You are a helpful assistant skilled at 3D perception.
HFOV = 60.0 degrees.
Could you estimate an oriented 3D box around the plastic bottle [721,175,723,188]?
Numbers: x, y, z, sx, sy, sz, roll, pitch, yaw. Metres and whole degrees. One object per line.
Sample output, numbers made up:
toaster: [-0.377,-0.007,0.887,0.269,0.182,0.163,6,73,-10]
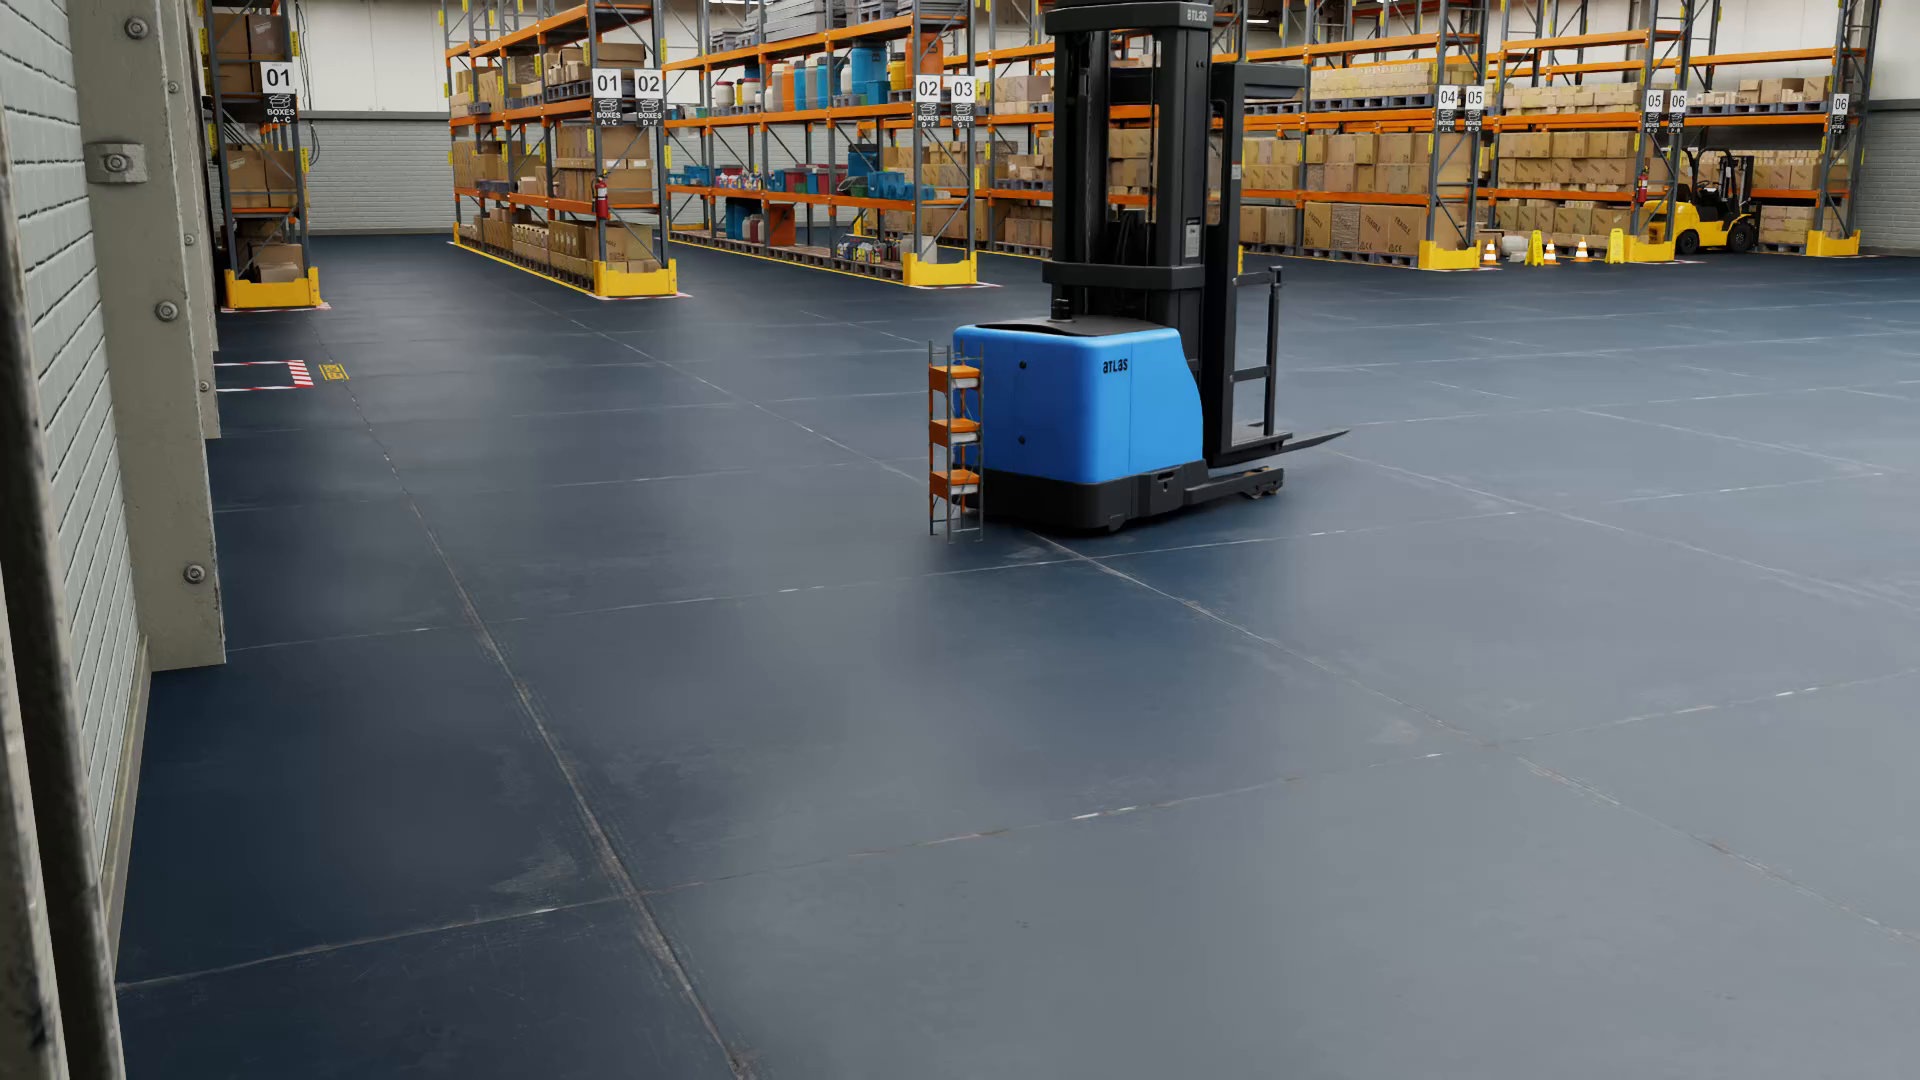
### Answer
plastic bottle: [-5.142,-7.769,36.072,0.097,0.271,0.097,0,13,0]

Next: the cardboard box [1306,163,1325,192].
cardboard box: [7.433,-7.236,33.149,0.875,0.550,0.550,-6,14,-23]

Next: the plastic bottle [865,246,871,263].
plastic bottle: [-1.515,-4.847,28.227,0.152,0.276,0.135,-6,14,-25]

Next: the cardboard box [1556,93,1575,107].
cardboard box: [12.303,-8.809,33.299,0.500,0.250,0.500,-5,14,-22]

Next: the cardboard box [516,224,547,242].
cardboard box: [-7.832,-5.639,30.505,0.500,0.311,0.500,-6,14,-24]

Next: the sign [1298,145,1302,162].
sign: [6.781,-7.712,33.148,0.100,0.325,0.005,-6,14,-23]

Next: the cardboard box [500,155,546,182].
cardboard box: [-8.347,-7.116,31.812,0.700,0.500,0.500,-12,18,-42]

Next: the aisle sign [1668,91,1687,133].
aisle sign: [13.681,-8.161,31.714,0.394,0.787,0.004,-6,14,-23]

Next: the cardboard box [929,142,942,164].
cardboard box: [-0.252,-8.870,38.095,0.797,0.503,0.637,-6,14,-24]

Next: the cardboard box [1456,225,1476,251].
cardboard box: [9.966,-6.056,33.619,0.797,0.637,0.503,-6,14,-23]

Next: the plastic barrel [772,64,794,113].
plastic barrel: [-3.321,-8.706,32.070,0.600,0.901,0.600,0,13,0]

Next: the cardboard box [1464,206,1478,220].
cardboard box: [13.517,-8.462,43.390,0.500,0.500,0.500,-6,14,-25]

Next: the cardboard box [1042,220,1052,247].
cardboard box: [2.065,-6.152,33.366,0.700,0.500,0.500,-7,15,-28]

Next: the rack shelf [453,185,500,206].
rack shelf: [-10.395,-7.632,36.790,1.077,0.370,4.000,-6,14,-23]

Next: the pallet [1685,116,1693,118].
pallet: [15.951,-9.704,37.918,0.805,0.209,1.217,-6,14,-25]

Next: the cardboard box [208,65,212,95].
cardboard box: [-10.138,-6.432,23.091,0.500,0.500,0.500,-6,14,-25]

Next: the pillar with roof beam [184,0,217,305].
pillar with roof beam: [-6.452,-8.020,23.566,9.100,9.000,0.400,-6,14,-23]

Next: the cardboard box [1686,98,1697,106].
cardboard box: [16.218,-9.627,36.565,0.380,0.149,0.250,-5,14,-22]

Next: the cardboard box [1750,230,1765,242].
cardboard box: [17.058,-6.470,35.339,0.500,0.250,0.500,-5,14,-22]

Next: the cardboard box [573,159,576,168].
cardboard box: [-5.835,-5.889,26.001,0.380,0.149,0.250,-6,14,-23]

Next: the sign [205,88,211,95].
sign: [-14.639,-8.823,32.364,0.100,0.325,0.005,-6,14,-23]

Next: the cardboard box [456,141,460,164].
cardboard box: [-11.043,-8.709,37.408,0.500,0.500,0.500,-5,14,-22]

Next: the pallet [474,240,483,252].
pallet: [-9.868,-6.353,35.851,1.003,0.211,1.213,-6,14,-23]

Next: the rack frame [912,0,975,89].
rack frame: [-0.246,-8.460,25.465,1.000,3.000,0.127,-6,14,-23]

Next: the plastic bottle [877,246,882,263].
plastic bottle: [-1.362,-4.832,28.144,0.061,0.283,0.133,-6,14,-23]

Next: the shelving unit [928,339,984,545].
shelving unit: [-0.021,-0.523,8.799,0.215,1.050,0.252,-6,14,-23]

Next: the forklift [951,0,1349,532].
forklift: [1.313,-1.739,9.885,1.130,2.935,3.031,12,17,41]

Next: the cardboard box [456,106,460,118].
cardboard box: [-10.833,-9.448,36.718,0.500,0.250,0.500,-6,14,-23]

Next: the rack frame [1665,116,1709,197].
rack frame: [16.316,-8.155,37.453,1.000,3.000,0.127,-6,14,-23]

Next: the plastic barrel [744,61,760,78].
plastic barrel: [-4.230,-9.588,34.947,0.600,0.901,0.708,-6,14,-23]

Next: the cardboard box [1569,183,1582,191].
cardboard box: [12.450,-7.073,33.335,0.380,0.149,0.250,-6,14,-24]

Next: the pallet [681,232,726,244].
pallet: [-5.876,-7.059,38.900,1.003,0.211,1.213,-6,14,-23]

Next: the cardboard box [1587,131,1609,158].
cardboard box: [12.771,-7.751,32.610,0.700,0.500,0.500,-5,14,-22]

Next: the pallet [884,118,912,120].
pallet: [-1.318,-10.303,40.280,1.003,0.211,1.213,-6,14,-23]

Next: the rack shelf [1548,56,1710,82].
rack shelf: [15.515,-10.946,38.688,1.077,0.370,4.000,-6,14,-23]

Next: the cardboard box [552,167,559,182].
cardboard box: [-6.893,-6.234,28.933,0.500,0.500,0.500,-5,14,-19]

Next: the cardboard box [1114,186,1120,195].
cardboard box: [3.023,-6.361,30.258,0.380,0.149,0.250,-6,14,-23]

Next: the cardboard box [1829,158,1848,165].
cardboard box: [18.020,-7.787,34.202,0.380,0.149,0.250,-6,14,-24]

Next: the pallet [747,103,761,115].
pallet: [-3.668,-8.726,33.687,1.003,0.211,1.213,-6,14,-23]

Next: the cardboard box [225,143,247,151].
cardboard box: [-12.948,-6.934,29.588,0.500,0.250,0.500,-5,14,-21]

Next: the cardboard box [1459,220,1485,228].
cardboard box: [11.266,-6.887,36.869,0.950,0.372,0.625,-5,14,-19]

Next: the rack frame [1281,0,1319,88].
rack frame: [8.565,-12.281,41.977,1.000,3.000,0.127,-6,14,-23]

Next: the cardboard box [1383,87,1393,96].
cardboard box: [8.025,-8.252,30.625,0.380,0.149,0.250,-6,14,-24]

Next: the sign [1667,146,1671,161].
sign: [15.823,-8.629,37.111,0.100,0.325,0.005,-6,14,-23]

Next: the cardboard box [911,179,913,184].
cardboard box: [-0.937,-8.375,38.959,0.380,0.149,0.250,-6,14,-23]

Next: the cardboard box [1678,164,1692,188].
cardboard box: [16.255,-8.088,36.944,0.500,0.500,0.500,-6,14,-25]

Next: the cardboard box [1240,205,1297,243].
cardboard box: [6.561,-6.666,35.078,1.050,0.750,0.750,-6,14,-23]

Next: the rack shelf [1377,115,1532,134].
rack shelf: [10.968,-9.230,37.041,1.077,0.370,4.000,-6,14,-23]

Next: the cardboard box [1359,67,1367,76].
cardboard box: [7.718,-8.798,31.216,0.380,0.149,0.250,-6,14,-23]

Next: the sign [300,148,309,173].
sign: [-8.827,-5.113,22.389,0.100,0.325,0.005,-6,14,-23]

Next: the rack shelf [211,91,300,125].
rack shelf: [-10.125,-6.166,23.803,1.077,0.370,4.000,-6,14,-23]

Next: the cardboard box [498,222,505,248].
cardboard box: [-8.788,-6.019,32.791,0.500,0.500,0.500,-6,14,-25]

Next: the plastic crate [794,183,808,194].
plastic crate: [-2.805,-6.594,31.180,0.450,0.188,0.662,-6,14,-23]

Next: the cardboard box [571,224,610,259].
cardboard box: [-5.688,-4.610,25.639,0.500,0.500,0.500,-6,14,-23]

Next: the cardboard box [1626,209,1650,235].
cardboard box: [13.292,-6.306,32.969,0.500,0.500,0.500,-6,14,-25]

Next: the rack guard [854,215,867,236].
rack guard: [-2.127,-8.077,42.660,1.175,0.500,0.348,-6,14,-23]
